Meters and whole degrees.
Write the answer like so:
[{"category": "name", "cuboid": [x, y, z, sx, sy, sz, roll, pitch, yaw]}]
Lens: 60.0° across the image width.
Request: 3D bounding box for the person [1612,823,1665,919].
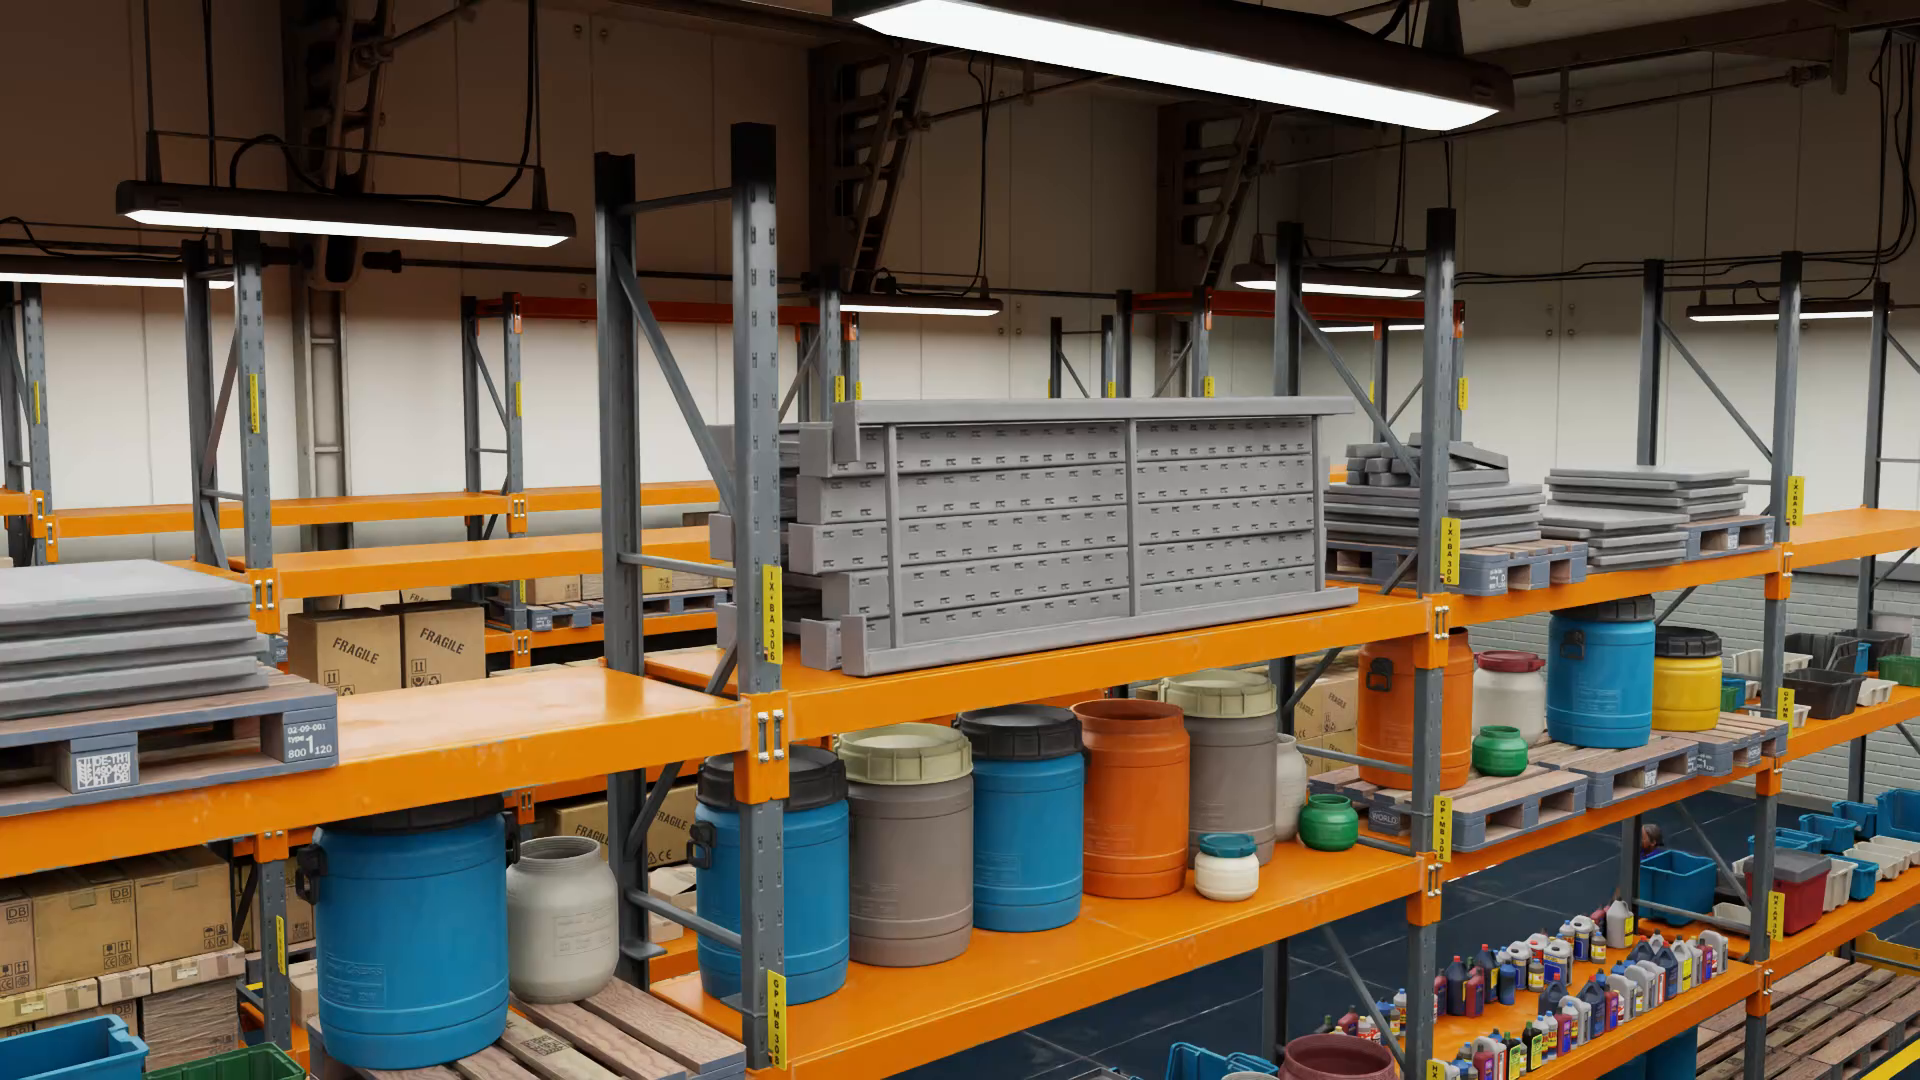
[{"category": "person", "cuboid": [5.553, 3.075, 13.488, 1.056, 1.587, 0.548, -3, 6, -31]}]
